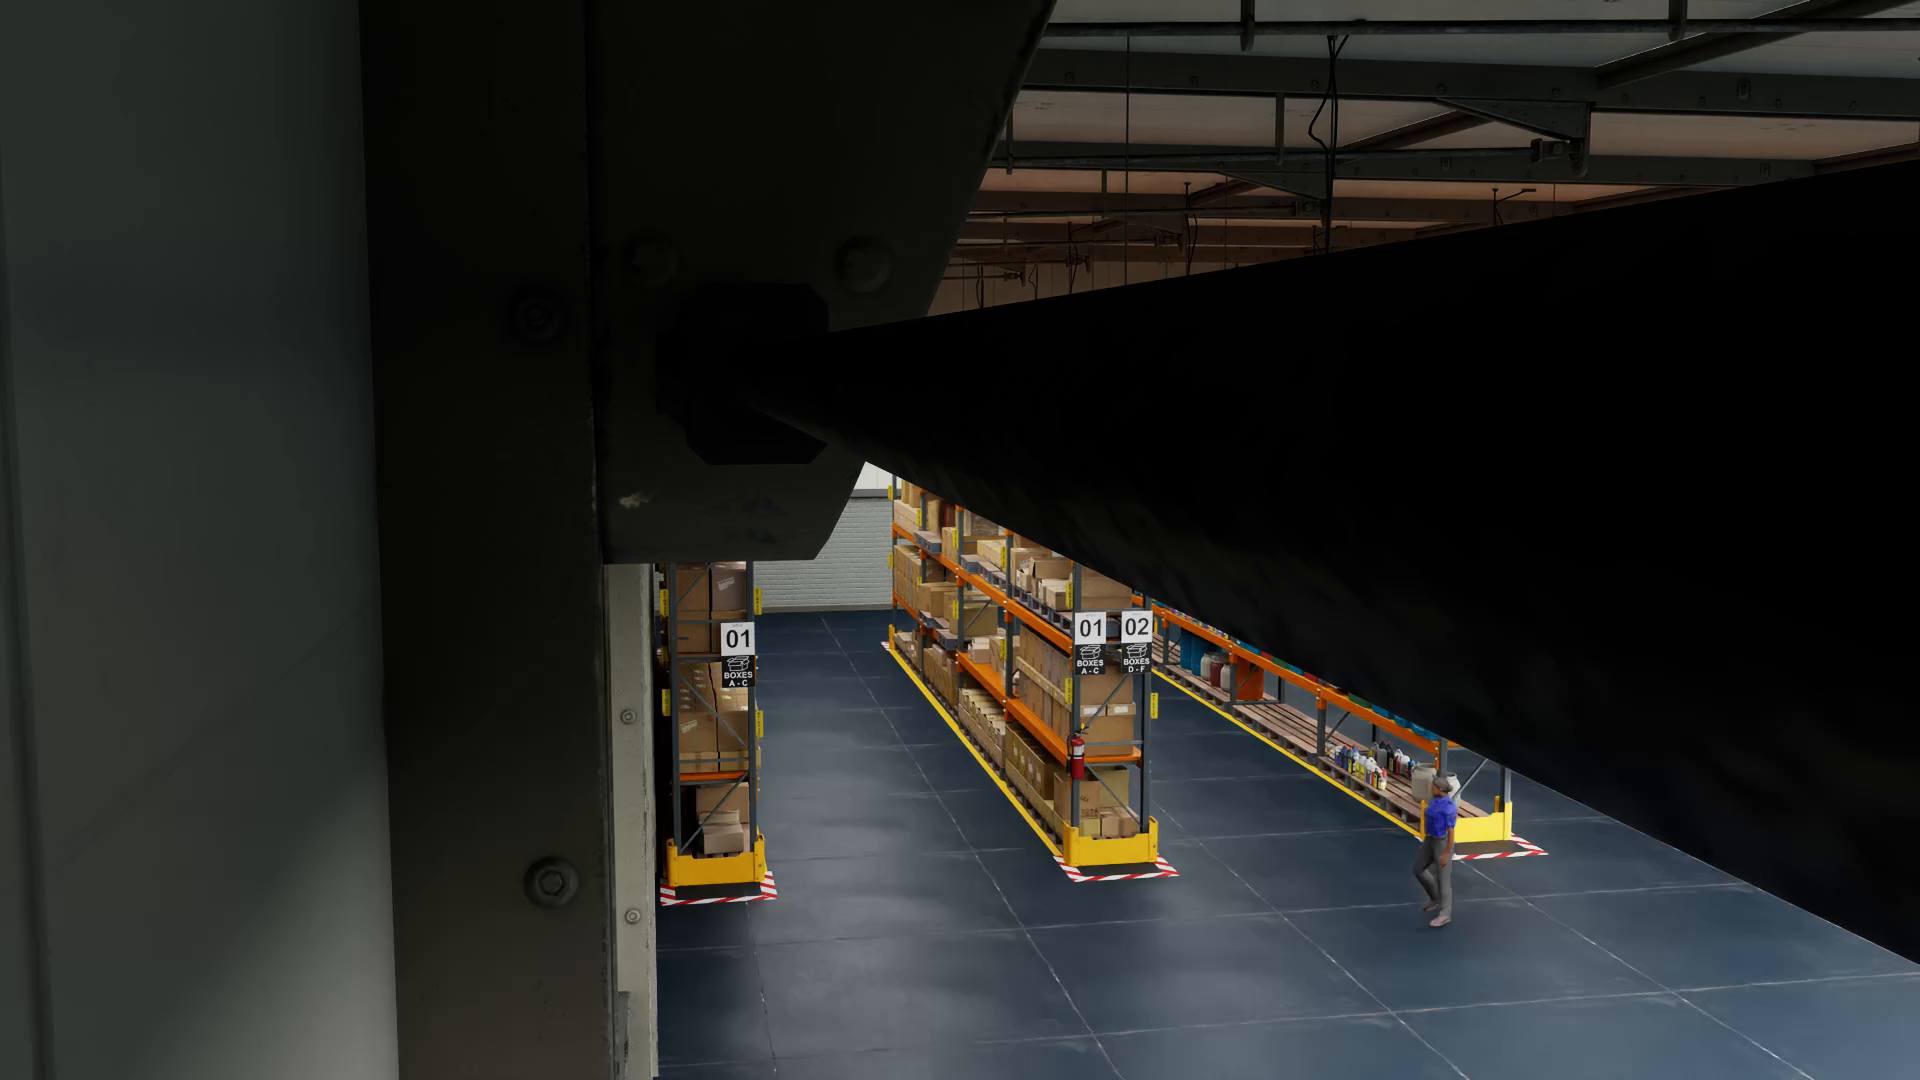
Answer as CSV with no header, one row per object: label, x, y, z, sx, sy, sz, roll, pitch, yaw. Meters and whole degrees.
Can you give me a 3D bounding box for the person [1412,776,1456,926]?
person,5.397,3.472,18.798,0.453,1.665,0.549,-3,7,-23
